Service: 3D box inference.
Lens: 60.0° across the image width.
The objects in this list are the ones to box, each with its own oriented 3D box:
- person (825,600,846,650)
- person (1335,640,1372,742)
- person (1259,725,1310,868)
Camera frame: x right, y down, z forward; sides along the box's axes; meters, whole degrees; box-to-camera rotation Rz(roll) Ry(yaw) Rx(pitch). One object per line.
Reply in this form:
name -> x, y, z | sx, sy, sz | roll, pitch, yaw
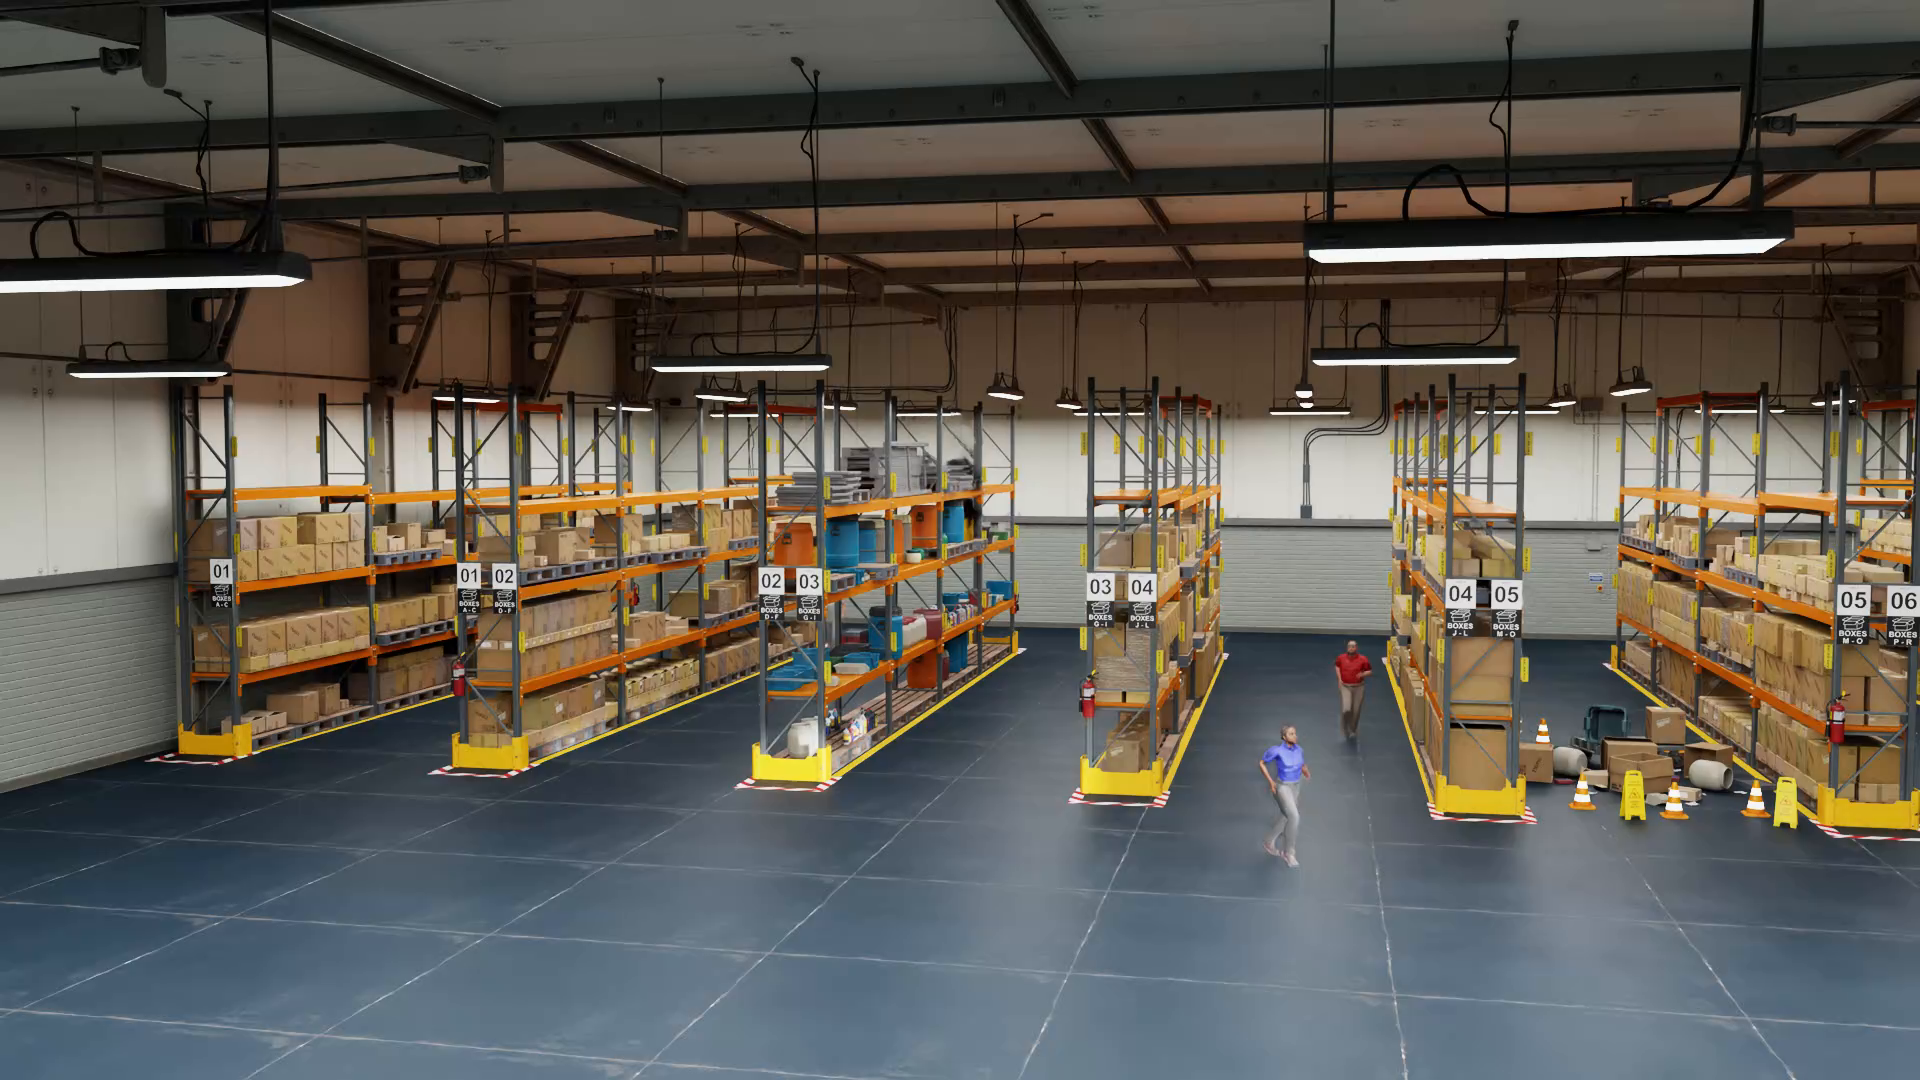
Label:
person -> -2.808, 1.811, 36.455 | 0.551, 1.700, 0.849 | 0, 3, 5
person -> 6.666, 2.588, 28.215 | 0.627, 1.777, 0.717 | 1, 3, 14
person -> 3.922, 3.064, 20.039 | 0.560, 1.714, 0.736 | -2, 4, -36
